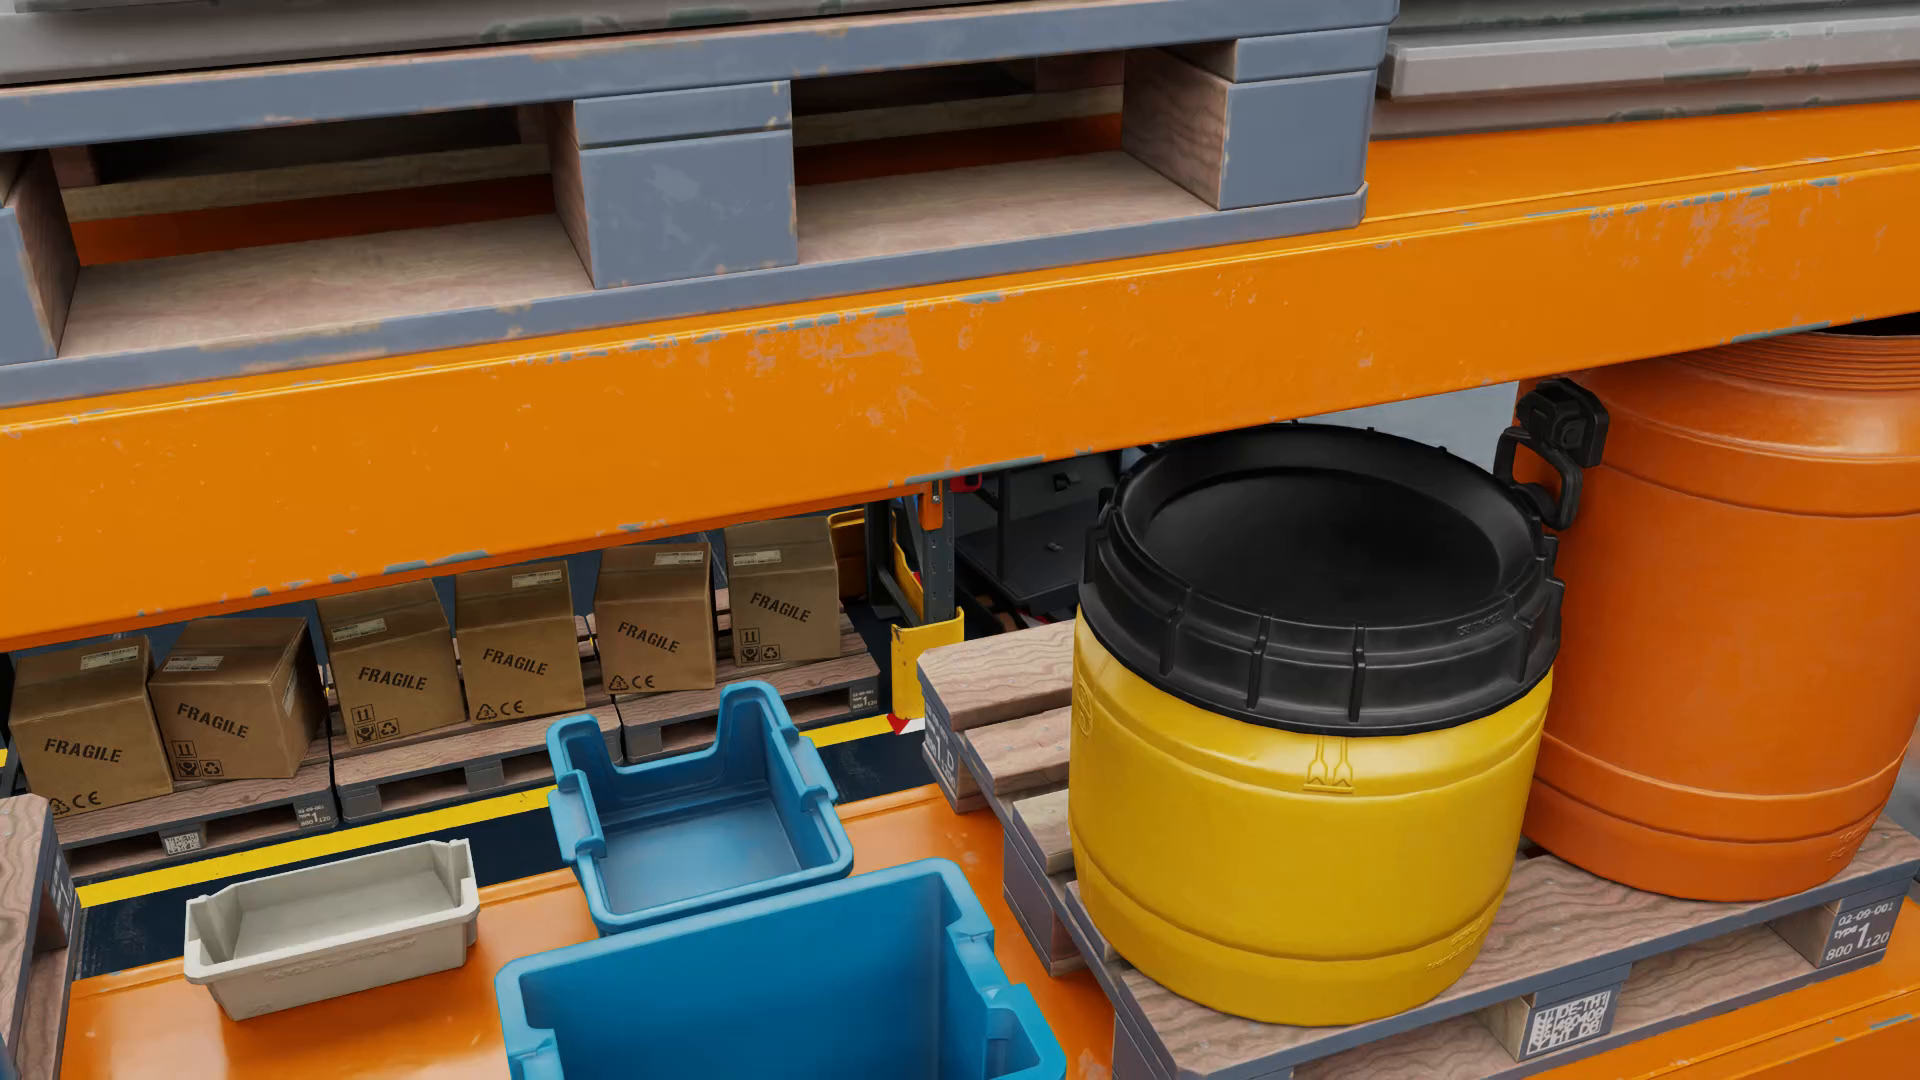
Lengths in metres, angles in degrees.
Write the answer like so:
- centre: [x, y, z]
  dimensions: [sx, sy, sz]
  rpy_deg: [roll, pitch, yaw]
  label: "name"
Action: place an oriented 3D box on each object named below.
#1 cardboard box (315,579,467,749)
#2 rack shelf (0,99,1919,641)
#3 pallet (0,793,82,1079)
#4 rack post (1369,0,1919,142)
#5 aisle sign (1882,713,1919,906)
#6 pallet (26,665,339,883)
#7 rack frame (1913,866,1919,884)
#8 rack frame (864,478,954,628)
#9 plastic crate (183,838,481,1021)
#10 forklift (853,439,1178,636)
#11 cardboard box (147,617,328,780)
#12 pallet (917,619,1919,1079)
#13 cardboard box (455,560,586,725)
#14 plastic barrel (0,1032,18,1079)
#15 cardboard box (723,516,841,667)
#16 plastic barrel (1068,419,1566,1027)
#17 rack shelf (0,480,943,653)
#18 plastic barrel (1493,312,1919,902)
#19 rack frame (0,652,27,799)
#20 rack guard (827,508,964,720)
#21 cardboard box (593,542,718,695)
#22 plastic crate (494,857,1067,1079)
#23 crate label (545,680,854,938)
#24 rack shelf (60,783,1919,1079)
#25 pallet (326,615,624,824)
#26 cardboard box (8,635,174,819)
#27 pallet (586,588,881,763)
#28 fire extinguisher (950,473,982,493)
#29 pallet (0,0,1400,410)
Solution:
- centre: [-2.528, 0.532, 7.386]
  dimensions: [0.500, 0.500, 0.500]
  rpy_deg: [-13, 32, -22]
  label: "cardboard box"
- centre: [-0.403, -0.242, 1.716]
  dimensions: [4.000, 0.370, 1.077]
  rpy_deg: [-10, 31, -18]
  label: "rack shelf"
- centre: [-1.636, 0.832, 1.920]
  dimensions: [1.003, 0.211, 1.213]
  rpy_deg: [-10, 31, -18]
  label: "pallet"
- centre: [0.718, -0.785, 2.043]
  dimensions: [0.954, 0.300, 0.937]
  rpy_deg: [-7, 30, -12]
  label: "rack post"
- centre: [1.642, 0.529, 2.666]
  dimensions: [0.004, 0.787, 0.394]
  rpy_deg: [-10, 31, -18]
  label: "aisle sign"
- centre: [-3.388, 1.004, 7.274]
  dimensions: [1.213, 0.211, 1.003]
  rpy_deg: [-10, 31, -18]
  label: "pallet"
- centre: [1.471, 1.533, 3.530]
  dimensions: [0.127, 3.000, 1.000]
  rpy_deg: [-10, 31, -18]
  label: "rack frame"
- centre: [-0.256, -0.765, 7.563]
  dimensions: [0.127, 3.000, 1.000]
  rpy_deg: [-10, 31, -18]
  label: "rack frame"
- centre: [-0.915, 0.570, 2.456]
  dimensions: [0.396, 0.136, 0.243]
  rpy_deg: [-10, 31, -18]
  label: "plastic crate"
- centre: [0.504, -1.007, 8.057]
  dimensions: [1.130, 2.935, 3.031]
  rpy_deg: [-16, 33, -26]
  label: "forklift"
- centre: [-3.082, 0.676, 7.134]
  dimensions: [0.500, 0.500, 0.500]
  rpy_deg: [-1, 30, -2]
  label: "cardboard box"
- centre: [0.662, 0.409, 2.663]
  dimensions: [1.213, 0.211, 1.003]
  rpy_deg: [-10, 31, -18]
  label: "pallet"
- centre: [-1.989, 0.457, 7.519]
  dimensions: [0.500, 0.500, 0.500]
  rpy_deg: [-8, 31, -13]
  label: "cardboard box"
- centre: [-1.308, 0.397, 1.561]
  dimensions: [0.708, 0.901, 0.600]
  rpy_deg: [-10, 31, -18]
  label: "plastic barrel"
- centre: [-0.847, 0.238, 7.902]
  dimensions: [0.500, 0.500, 0.500]
  rpy_deg: [-5, 30, -8]
  label: "cardboard box"
- centre: [0.447, 0.221, 2.188]
  dimensions: [0.600, 0.588, 0.600]
  rpy_deg: [0, 30, 0]
  label: "plastic barrel"
- centre: [-2.131, -0.107, 7.135]
  dimensions: [4.000, 0.370, 1.077]
  rpy_deg: [-10, 31, -18]
  label: "rack shelf"
- centre: [1.060, 0.003, 2.326]
  dimensions: [0.708, 0.830, 0.600]
  rpy_deg: [-10, 31, -18]
  label: "plastic barrel"
- centre: [-4.005, -0.075, 6.351]
  dimensions: [0.127, 3.000, 1.000]
  rpy_deg: [-10, 31, -18]
  label: "rack frame"
- centre: [-0.327, 0.334, 8.159]
  dimensions: [0.348, 0.500, 1.175]
  rpy_deg: [-10, 31, -18]
  label: "rack guard"
- centre: [-1.395, 0.358, 7.693]
  dimensions: [0.500, 0.500, 0.500]
  rpy_deg: [-3, 30, -5]
  label: "cardboard box"
- centre: [-0.211, 0.705, 1.968]
  dimensions: [0.575, 0.384, 0.392]
  rpy_deg: [-10, 31, -18]
  label: "plastic crate"
- centre: [-0.398, 0.464, 2.526]
  dimensions: [0.408, 0.251, 0.502]
  rpy_deg: [-10, 31, -18]
  label: "crate label"
- centre: [-0.403, 0.887, 2.359]
  dimensions: [4.000, 0.370, 1.077]
  rpy_deg: [-10, 31, -18]
  label: "rack shelf"
- centre: [-2.243, 0.792, 7.647]
  dimensions: [1.213, 0.211, 1.003]
  rpy_deg: [-10, 31, -18]
  label: "pallet"
- centre: [-3.616, 0.778, 6.955]
  dimensions: [0.500, 0.500, 0.500]
  rpy_deg: [-11, 32, -19]
  label: "cardboard box"
- centre: [-1.101, 0.583, 8.013]
  dimensions: [1.213, 0.211, 1.003]
  rpy_deg: [-10, 31, -18]
  label: "pallet"
- centre: [0.012, -0.538, 7.242]
  dimensions: [0.183, 0.674, 0.296]
  rpy_deg: [-10, 31, -18]
  label: "fire extinguisher"
- centre: [-0.370, -0.495, 1.624]
  dimensions: [1.213, 0.211, 1.003]
  rpy_deg: [-10, 31, -18]
  label: "pallet"
